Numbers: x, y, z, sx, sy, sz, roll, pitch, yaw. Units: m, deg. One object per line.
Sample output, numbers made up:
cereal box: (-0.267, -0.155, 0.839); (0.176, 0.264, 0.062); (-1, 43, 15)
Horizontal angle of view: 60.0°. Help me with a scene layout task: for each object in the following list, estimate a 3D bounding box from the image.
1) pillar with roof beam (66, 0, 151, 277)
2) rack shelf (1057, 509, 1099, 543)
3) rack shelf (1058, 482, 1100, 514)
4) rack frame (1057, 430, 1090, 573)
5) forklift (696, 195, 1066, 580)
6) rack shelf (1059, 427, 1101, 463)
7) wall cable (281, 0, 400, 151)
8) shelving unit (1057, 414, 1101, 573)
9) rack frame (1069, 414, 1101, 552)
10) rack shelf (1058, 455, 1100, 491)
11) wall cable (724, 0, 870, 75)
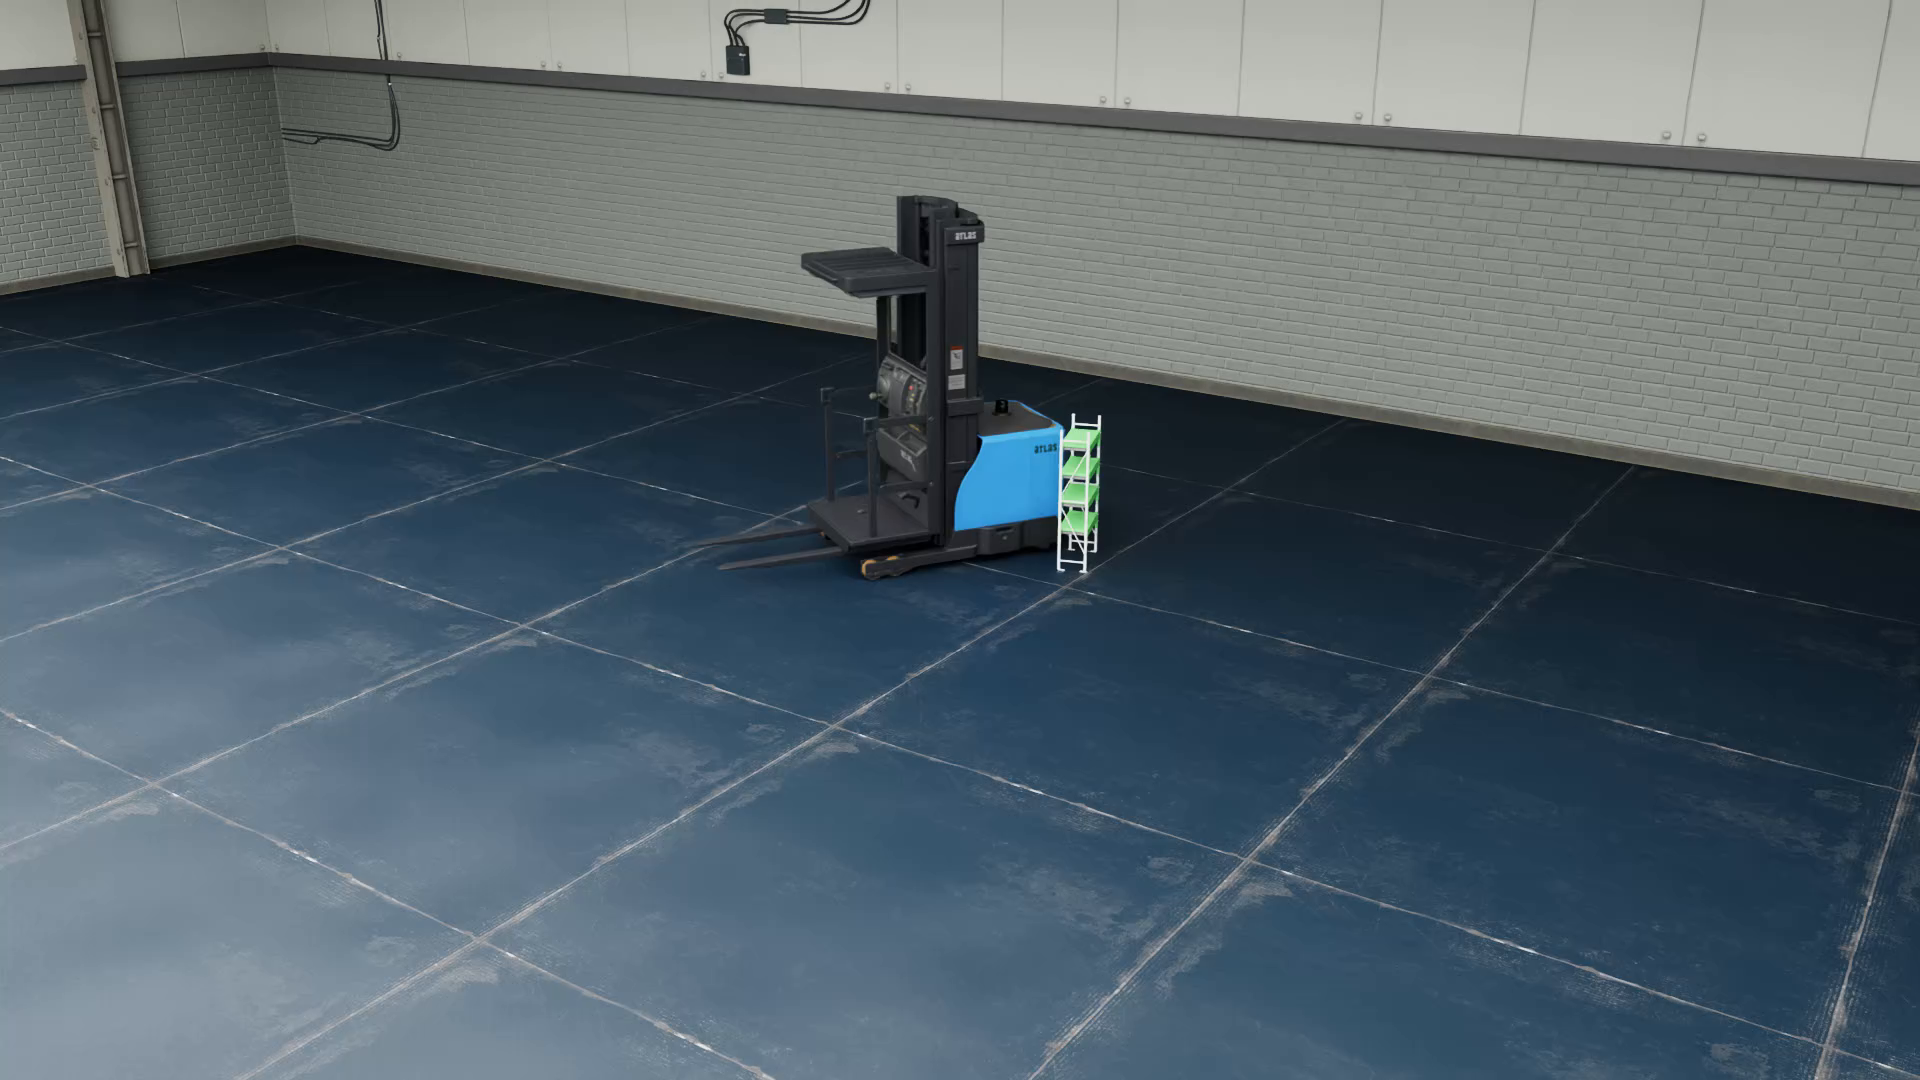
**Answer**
pillar with roof beam: (-9.062, -7.436, 21.545); (9.100, 9.000, 0.400); (13, 24, 32)
rack shelf: (0.984, -0.104, 13.840); (0.258, 0.148, 0.480); (5, 21, 14)
rack shelf: (0.984, -0.329, 13.757); (0.258, 0.148, 0.480); (5, 21, 14)
rack frame: (0.922, -0.307, 13.514); (0.240, 1.200, 0.015); (5, 21, 14)
forklift: (-0.664, -1.255, 13.580); (3.031, 2.935, 1.130); (-9, 22, -23)
rack shelf: (0.984, -0.779, 13.591); (0.258, 0.148, 0.480); (5, 21, 14)
wall cable: (-9.873, -7.407, 25.942); (3.097, 2.526, 0.112); (13, 24, 32)
shelving unit: (0.984, -0.389, 13.735); (0.258, 1.200, 0.503); (5, 21, 14)
rack frame: (1.046, -0.471, 13.956); (0.240, 1.200, 0.015); (5, 21, 14)
rack shelf: (0.984, -0.554, 13.674); (0.258, 0.148, 0.480); (5, 21, 14)
wall cable: (-2.031, -8.602, 19.796); (2.305, 6.003, 0.169); (13, 24, 32)
